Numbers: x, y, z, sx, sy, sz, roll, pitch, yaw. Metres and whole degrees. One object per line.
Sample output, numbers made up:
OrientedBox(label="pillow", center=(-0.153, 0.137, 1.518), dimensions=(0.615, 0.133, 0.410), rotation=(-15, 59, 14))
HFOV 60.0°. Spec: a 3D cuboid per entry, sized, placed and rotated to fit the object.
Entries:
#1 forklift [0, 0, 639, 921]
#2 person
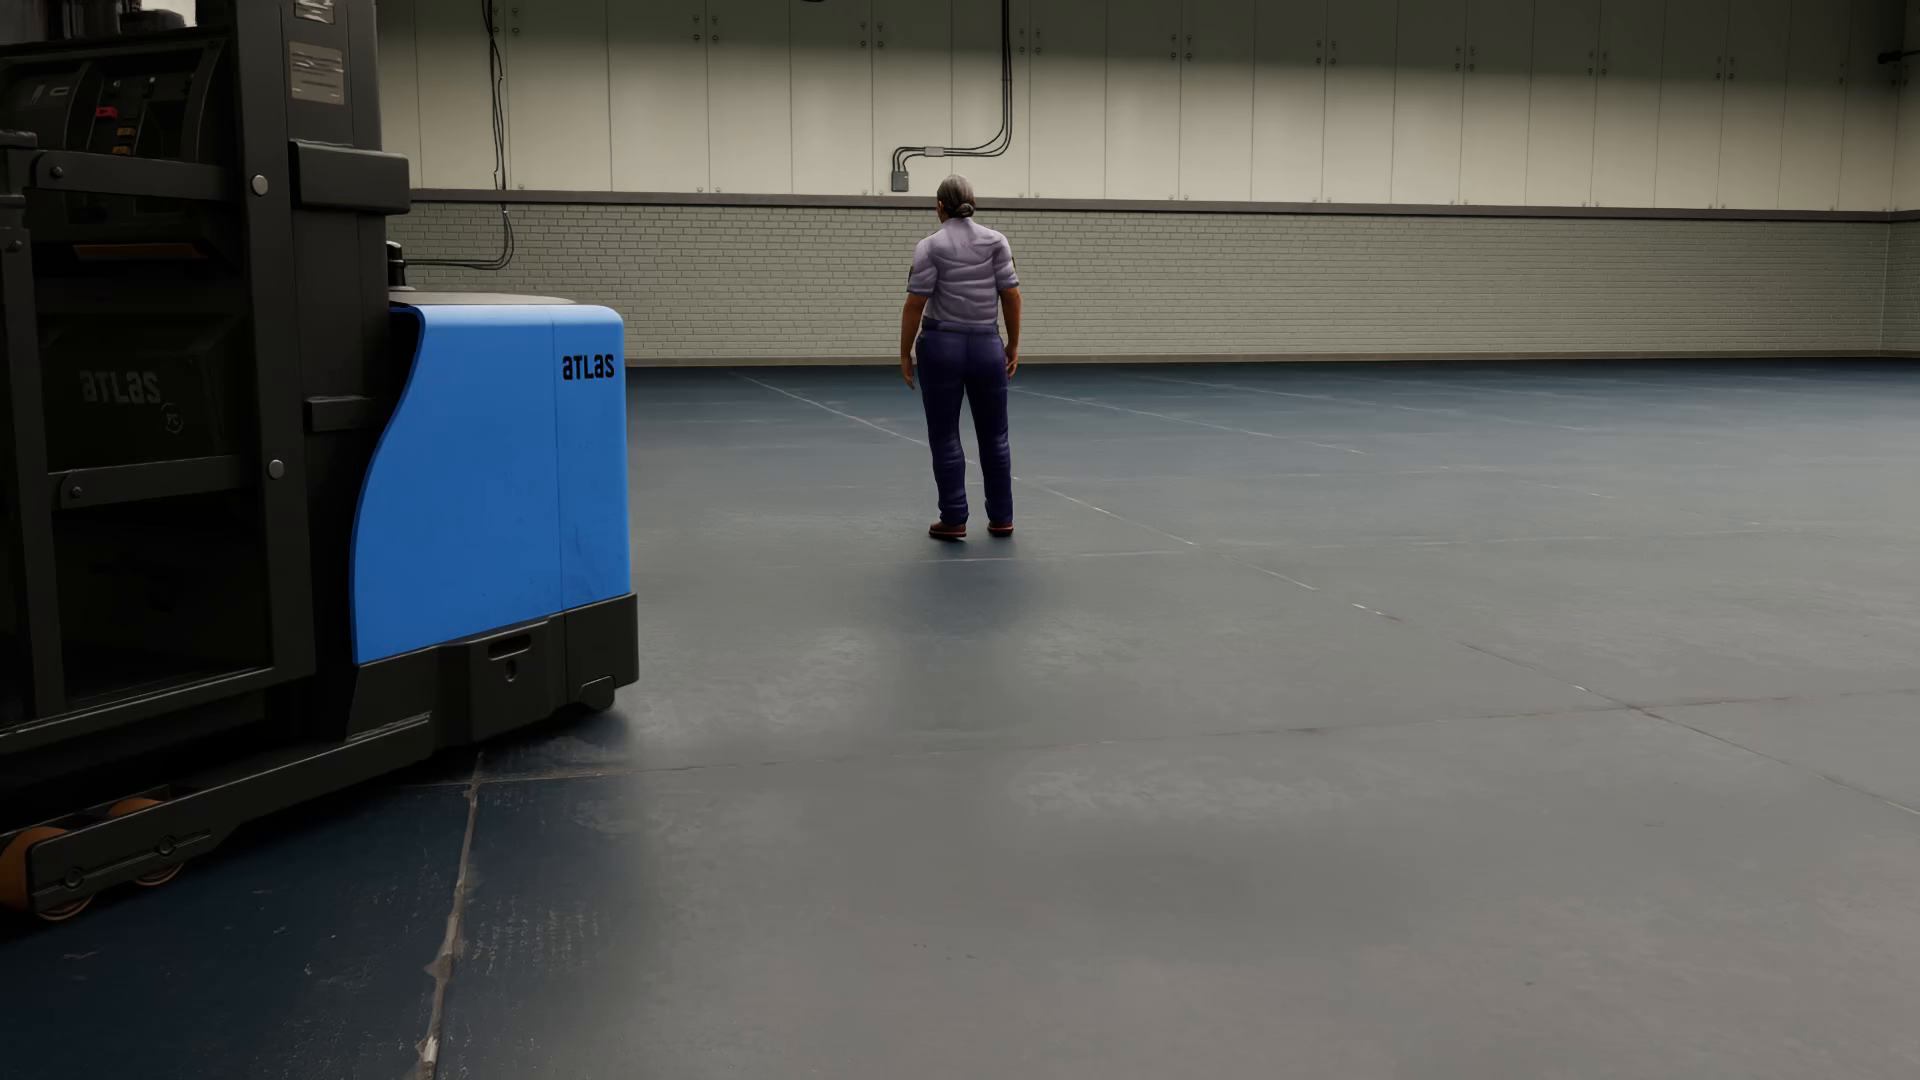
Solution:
OrientedBox(label="forklift", center=(-1.942, -0.849, 3.202), dimensions=(1.130, 2.935, 3.031), rotation=(4, 9, 24))
OrientedBox(label="person", center=(0.002, -0.836, 7.684), dimensions=(0.598, 1.651, 0.502), rotation=(-2, 8, -13))
